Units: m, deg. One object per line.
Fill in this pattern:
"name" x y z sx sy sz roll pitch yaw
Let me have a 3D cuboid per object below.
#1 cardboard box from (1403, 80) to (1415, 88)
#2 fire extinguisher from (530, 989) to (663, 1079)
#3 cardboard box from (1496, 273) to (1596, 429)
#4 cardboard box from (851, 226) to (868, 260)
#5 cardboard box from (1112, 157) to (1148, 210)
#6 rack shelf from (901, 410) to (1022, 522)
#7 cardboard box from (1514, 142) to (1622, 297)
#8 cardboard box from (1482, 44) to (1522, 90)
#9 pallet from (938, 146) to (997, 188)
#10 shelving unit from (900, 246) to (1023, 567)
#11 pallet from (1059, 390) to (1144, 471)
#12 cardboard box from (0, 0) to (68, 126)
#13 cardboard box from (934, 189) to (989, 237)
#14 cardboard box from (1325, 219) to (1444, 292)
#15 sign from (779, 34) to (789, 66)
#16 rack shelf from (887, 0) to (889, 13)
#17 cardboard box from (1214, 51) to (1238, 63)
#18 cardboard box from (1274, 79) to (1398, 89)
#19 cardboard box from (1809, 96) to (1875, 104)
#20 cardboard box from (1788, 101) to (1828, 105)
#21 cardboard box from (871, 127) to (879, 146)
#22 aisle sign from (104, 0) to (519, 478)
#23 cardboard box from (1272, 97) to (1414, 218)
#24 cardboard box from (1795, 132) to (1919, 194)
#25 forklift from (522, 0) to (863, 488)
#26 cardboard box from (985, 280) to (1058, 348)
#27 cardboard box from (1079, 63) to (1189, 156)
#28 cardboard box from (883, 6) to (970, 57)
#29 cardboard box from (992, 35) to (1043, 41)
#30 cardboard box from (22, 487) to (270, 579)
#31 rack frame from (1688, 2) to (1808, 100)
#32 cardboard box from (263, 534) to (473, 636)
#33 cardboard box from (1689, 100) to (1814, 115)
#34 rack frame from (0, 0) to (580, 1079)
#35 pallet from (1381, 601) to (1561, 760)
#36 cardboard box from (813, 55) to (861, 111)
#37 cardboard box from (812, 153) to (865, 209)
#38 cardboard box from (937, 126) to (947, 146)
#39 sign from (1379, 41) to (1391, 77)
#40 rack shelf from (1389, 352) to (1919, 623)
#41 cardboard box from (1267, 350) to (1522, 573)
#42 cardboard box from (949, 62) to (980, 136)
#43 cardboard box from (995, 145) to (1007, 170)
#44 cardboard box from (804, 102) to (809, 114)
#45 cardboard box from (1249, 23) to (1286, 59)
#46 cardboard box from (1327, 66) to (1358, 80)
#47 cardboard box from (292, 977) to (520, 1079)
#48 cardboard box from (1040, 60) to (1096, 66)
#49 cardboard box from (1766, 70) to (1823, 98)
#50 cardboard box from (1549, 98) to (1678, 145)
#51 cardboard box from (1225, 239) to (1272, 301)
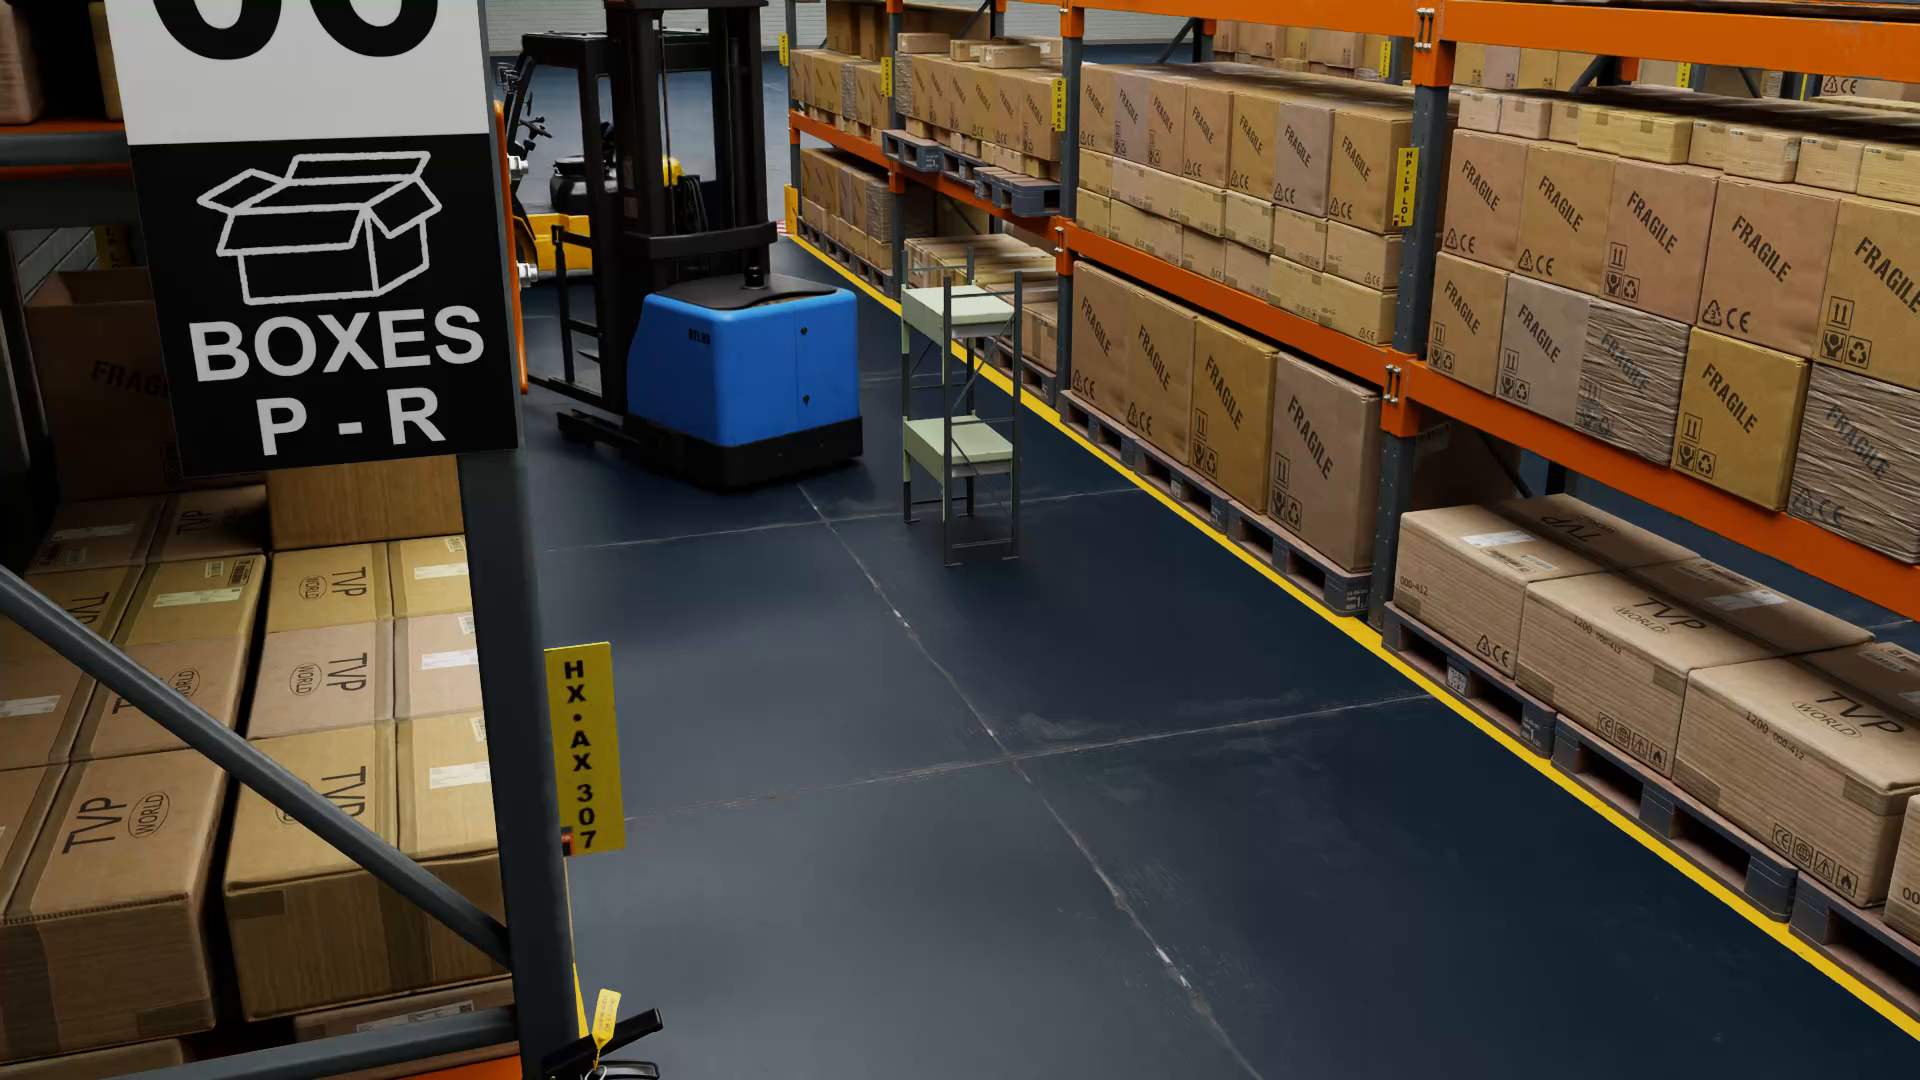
"cardboard box" 4.465 -4.022 15.528 0.500 0.500 0.500 -6 21 -17
"fire extinguisher" -0.566 0.976 2.428 0.296 0.674 0.183 -6 21 -17
"cardboard box" 2.456 -0.753 6.427 0.500 0.500 0.500 -6 21 -17
"cardboard box" -0.730 -2.848 15.855 0.500 0.250 0.500 -7 21 -19
"cardboard box" 1.232 -2.140 9.919 0.500 0.250 0.500 -6 21 -16
"rack shelf" -0.002 -0.401 8.779 0.431 0.370 0.720 -6 21 -17
"cardboard box" 2.475 -1.223 6.256 0.500 0.500 0.500 -7 21 -18
"cardboard box" 5.039 -4.204 14.556 0.700 0.500 0.500 -6 21 -17
"pallet" 0.484 -2.870 12.755 1.003 0.211 1.213 -6 21 -17
"shelving unit" -0.002 -0.708 8.669 0.431 1.500 0.755 -6 21 -17
"pallet" 1.322 -0.756 10.710 1.003 0.211 1.213 -6 21 -17
"cardboard box" -1.371 -0.606 2.099 0.380 0.149 0.250 -6 21 -16
"cardboard box" -0.041 -3.088 15.413 0.500 0.500 0.500 -5 20 -15
"cardboard box" 2.033 -1.327 7.655 0.500 0.250 0.500 -6 21 -17
"sign" -1.884 -5.247 17.806 0.100 0.325 0.005 -6 21 -17
"rack shelf" -0.740 -5.328 15.941 1.077 0.370 4.000 -6 21 -17
"cardboard box" 3.458 -5.412 19.324 0.875 0.550 0.550 -6 21 -17
"cardboard box" 2.027 -2.222 9.039 0.500 0.500 0.500 -7 21 -18
"cardboard box" 6.402 -3.139 12.089 0.380 0.149 0.250 -7 21 -19
"cardboard box" 5.861 -2.993 11.682 0.380 0.149 0.250 -7 21 -19
"cardboard box" -0.587 -3.645 15.000 0.380 0.149 0.250 -6 21 -16
"aisle sign" -0.751 -0.467 1.933 0.394 0.787 0.004 -6 21 -17
"cardboard box" 1.854 -1.846 7.991 0.500 0.500 0.500 -6 21 -16
"cardboard box" 2.839 -1.169 5.148 0.380 0.149 0.250 -6 21 -15
"forklift" -1.958 -2.101 10.431 1.130 2.935 3.031 -17 26 -39
"cardboard box" 0.738 -1.709 12.503 0.950 0.372 0.625 -7 21 -18
"cardboard box" 1.068 -2.663 10.267 0.500 0.500 0.500 -7 21 -19
"cardboard box" -0.316 -4.766 15.680 0.700 0.500 0.500 -7 21 -18
"cardboard box" 0.477 -3.960 13.334 0.380 0.149 0.250 -7 21 -19
"cardboard box" -1.924 0.084 4.026 0.500 0.250 0.500 -6 21 -17
"rack frame" 5.813 -2.888 12.520 1.000 3.000 0.127 -6 21 -17
"cardboard box" -1.259 0.198 3.709 0.500 0.250 0.500 -7 21 -18
"cardboard box" 2.947 -1.548 6.201 0.380 0.149 0.250 -7 21 -18
"rack frame" -1.048 0.766 2.347 0.949 2.616 0.053 -6 21 -17
"pallet" 2.567 0.518 7.161 1.003 0.211 1.213 -6 21 -17
"cardboard box" -1.156 -4.573 16.624 0.500 0.500 0.500 -7 21 -18
"cardboard box" -1.202 -3.690 17.091 0.500 0.500 0.500 -7 21 -19
"cardboard box" 0.035 -3.231 13.225 0.380 0.149 0.250 -6 21 -16
"sign" 4.029 -4.557 15.769 0.100 0.325 0.005 -6 21 -17
"rack shelf" 3.031 -0.066 5.727 1.077 0.370 4.000 -6 21 -17
"cardboard box" 2.132 -0.434 8.210 0.875 0.875 0.875 -6 21 -16
"cardboard box" 0.235 -3.333 12.549 0.500 0.500 0.500 -7 21 -19
"cardboard box" 0.473 -2.725 11.818 0.380 0.149 0.250 -7 21 -20
"cardboard box" -1.459 -4.648 17.791 0.380 0.149 0.250 -6 21 -17
"cardboard box" 3.686 -5.550 18.112 0.875 0.550 0.550 -6 21 -17
"cardboard box" 4.234 -4.534 16.879 0.875 0.550 0.550 -6 21 -17
"cardboard box" -0.894 0.750 2.764 0.380 0.149 0.250 -7 21 -18
"cardboard box" 0.730 -3.381 12.683 0.500 0.500 0.500 -7 21 -19
"cardboard box" 9.213 -5.004 17.824 0.875 0.500 0.500 -6 21 -17
"cardboard box" 2.472 -1.582 6.297 0.380 0.149 0.250 -7 21 -18
"cardboard box" 1.723 -1.420 8.655 0.500 0.250 0.500 -7 21 -19
